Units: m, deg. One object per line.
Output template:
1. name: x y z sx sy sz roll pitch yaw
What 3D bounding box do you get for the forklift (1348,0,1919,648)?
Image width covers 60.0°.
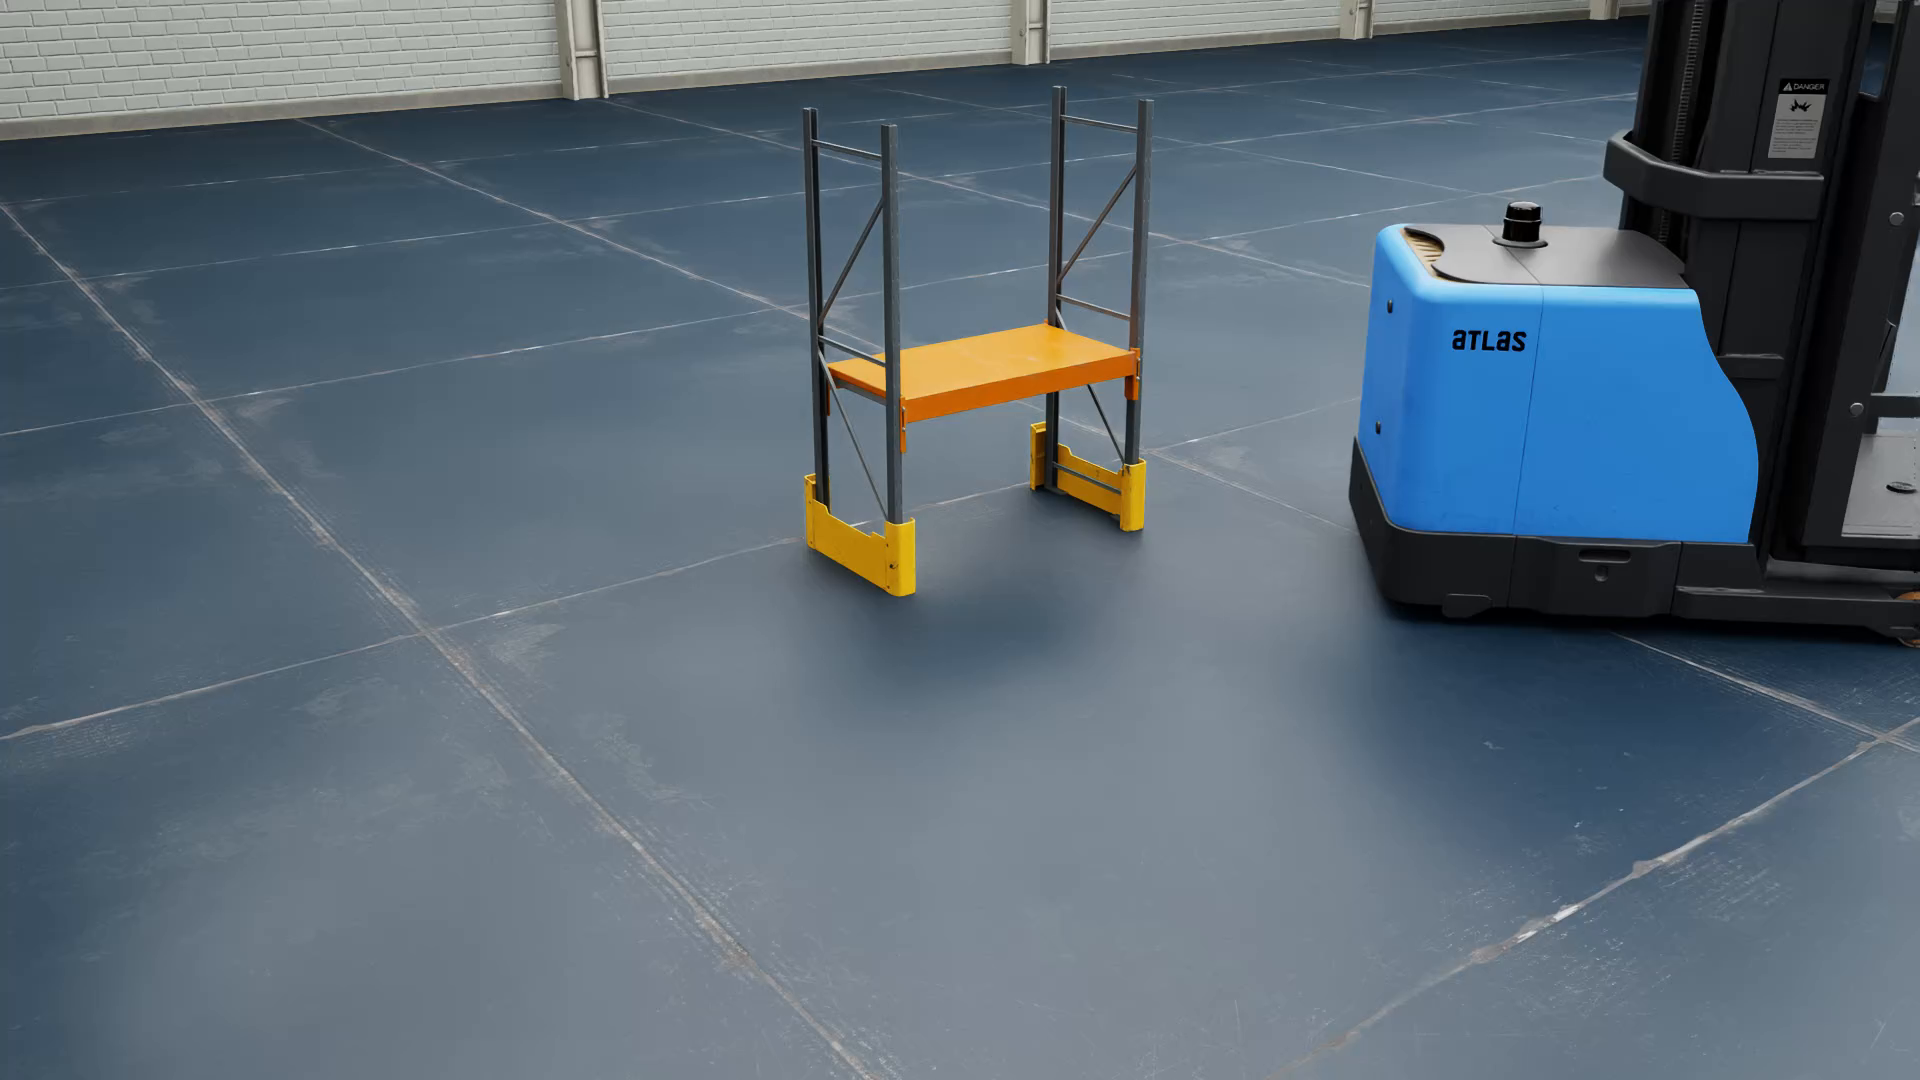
1. forklift: 2.885 -1.233 5.032 3.031 2.935 1.130 2 22 5

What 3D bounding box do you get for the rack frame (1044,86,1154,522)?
1. rack frame: 0.482 -0.825 5.940 0.032 1.500 0.500 -15 26 -33

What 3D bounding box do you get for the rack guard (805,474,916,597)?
1. rack guard: -0.342 -0.025 5.621 0.087 0.250 0.587 -15 26 -33

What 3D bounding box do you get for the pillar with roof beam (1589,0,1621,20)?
1. pillar with roof beam: 13.139 -11.496 22.563 0.400 9.000 9.100 -15 26 -33

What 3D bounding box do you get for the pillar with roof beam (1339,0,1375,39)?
1. pillar with roof beam: 8.269 -10.197 19.309 0.400 9.000 9.100 -15 26 -33

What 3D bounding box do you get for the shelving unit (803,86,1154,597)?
1. shelving unit: 0.062 -0.713 5.660 1.083 1.500 0.587 -15 26 -33

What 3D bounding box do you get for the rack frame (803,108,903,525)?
1. rack frame: -0.343 -0.605 5.389 0.032 1.500 0.500 -15 26 -33

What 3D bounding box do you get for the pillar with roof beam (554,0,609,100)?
1. pillar with roof beam: -1.472 -7.600 12.799 0.400 9.000 9.100 -15 26 -33

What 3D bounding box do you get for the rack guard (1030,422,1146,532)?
1. rack guard: 0.466 -0.240 6.162 0.087 0.250 0.587 -15 26 -33

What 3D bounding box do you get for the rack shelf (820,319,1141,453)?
1. rack shelf: 0.069 -0.548 5.731 1.000 0.185 0.538 -15 26 -33

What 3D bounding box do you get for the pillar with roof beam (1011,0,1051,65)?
1. pillar with roof beam: 3.398 -8.898 16.054 0.400 9.000 9.100 -15 26 -33
